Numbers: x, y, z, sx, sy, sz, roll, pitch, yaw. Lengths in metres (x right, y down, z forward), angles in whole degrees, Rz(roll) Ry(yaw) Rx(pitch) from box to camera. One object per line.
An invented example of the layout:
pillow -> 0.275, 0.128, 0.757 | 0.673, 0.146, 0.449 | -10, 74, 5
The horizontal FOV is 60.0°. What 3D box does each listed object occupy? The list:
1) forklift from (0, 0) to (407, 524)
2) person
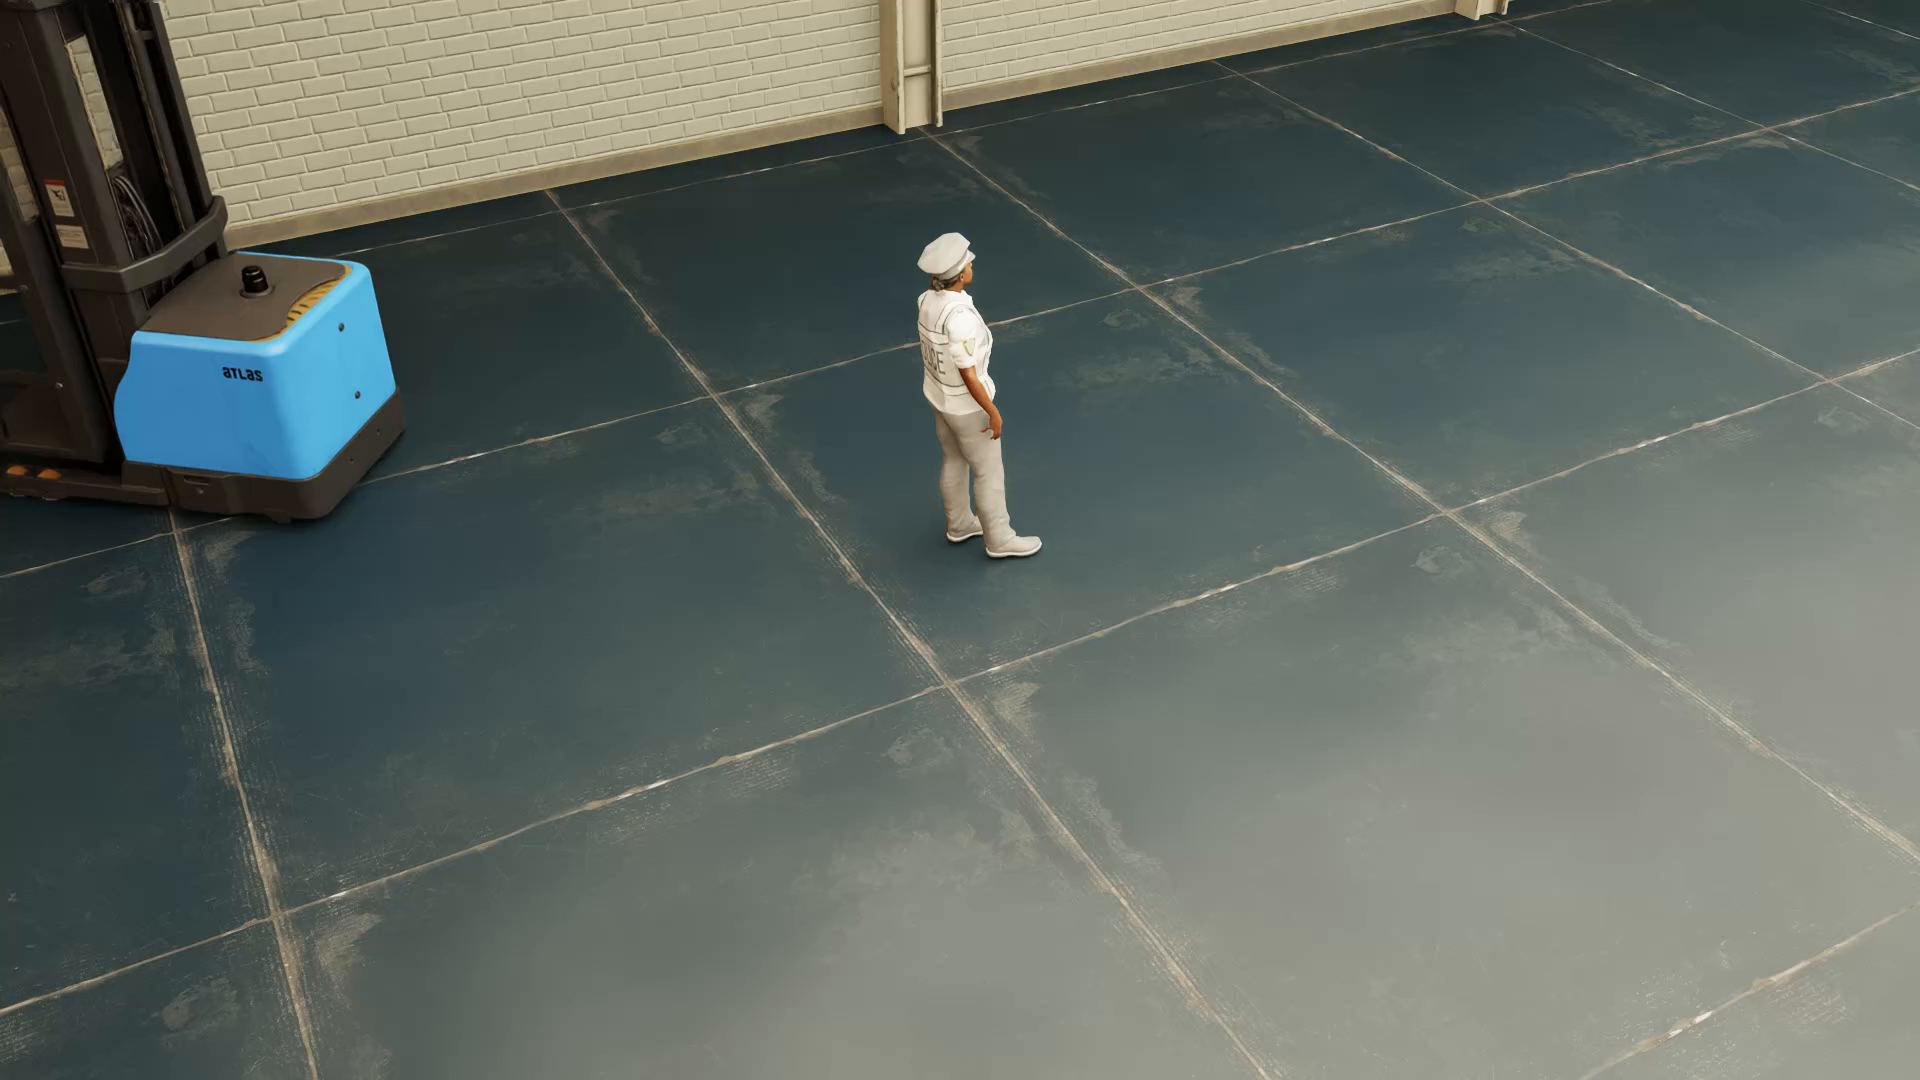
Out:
forklift -> -4.713, -1.699, 8.526 | 3.031, 2.935, 1.130 | 6, 36, 9
person -> 0.075, -0.708, 8.183 | 0.530, 1.694, 0.569 | -17, 39, -23
